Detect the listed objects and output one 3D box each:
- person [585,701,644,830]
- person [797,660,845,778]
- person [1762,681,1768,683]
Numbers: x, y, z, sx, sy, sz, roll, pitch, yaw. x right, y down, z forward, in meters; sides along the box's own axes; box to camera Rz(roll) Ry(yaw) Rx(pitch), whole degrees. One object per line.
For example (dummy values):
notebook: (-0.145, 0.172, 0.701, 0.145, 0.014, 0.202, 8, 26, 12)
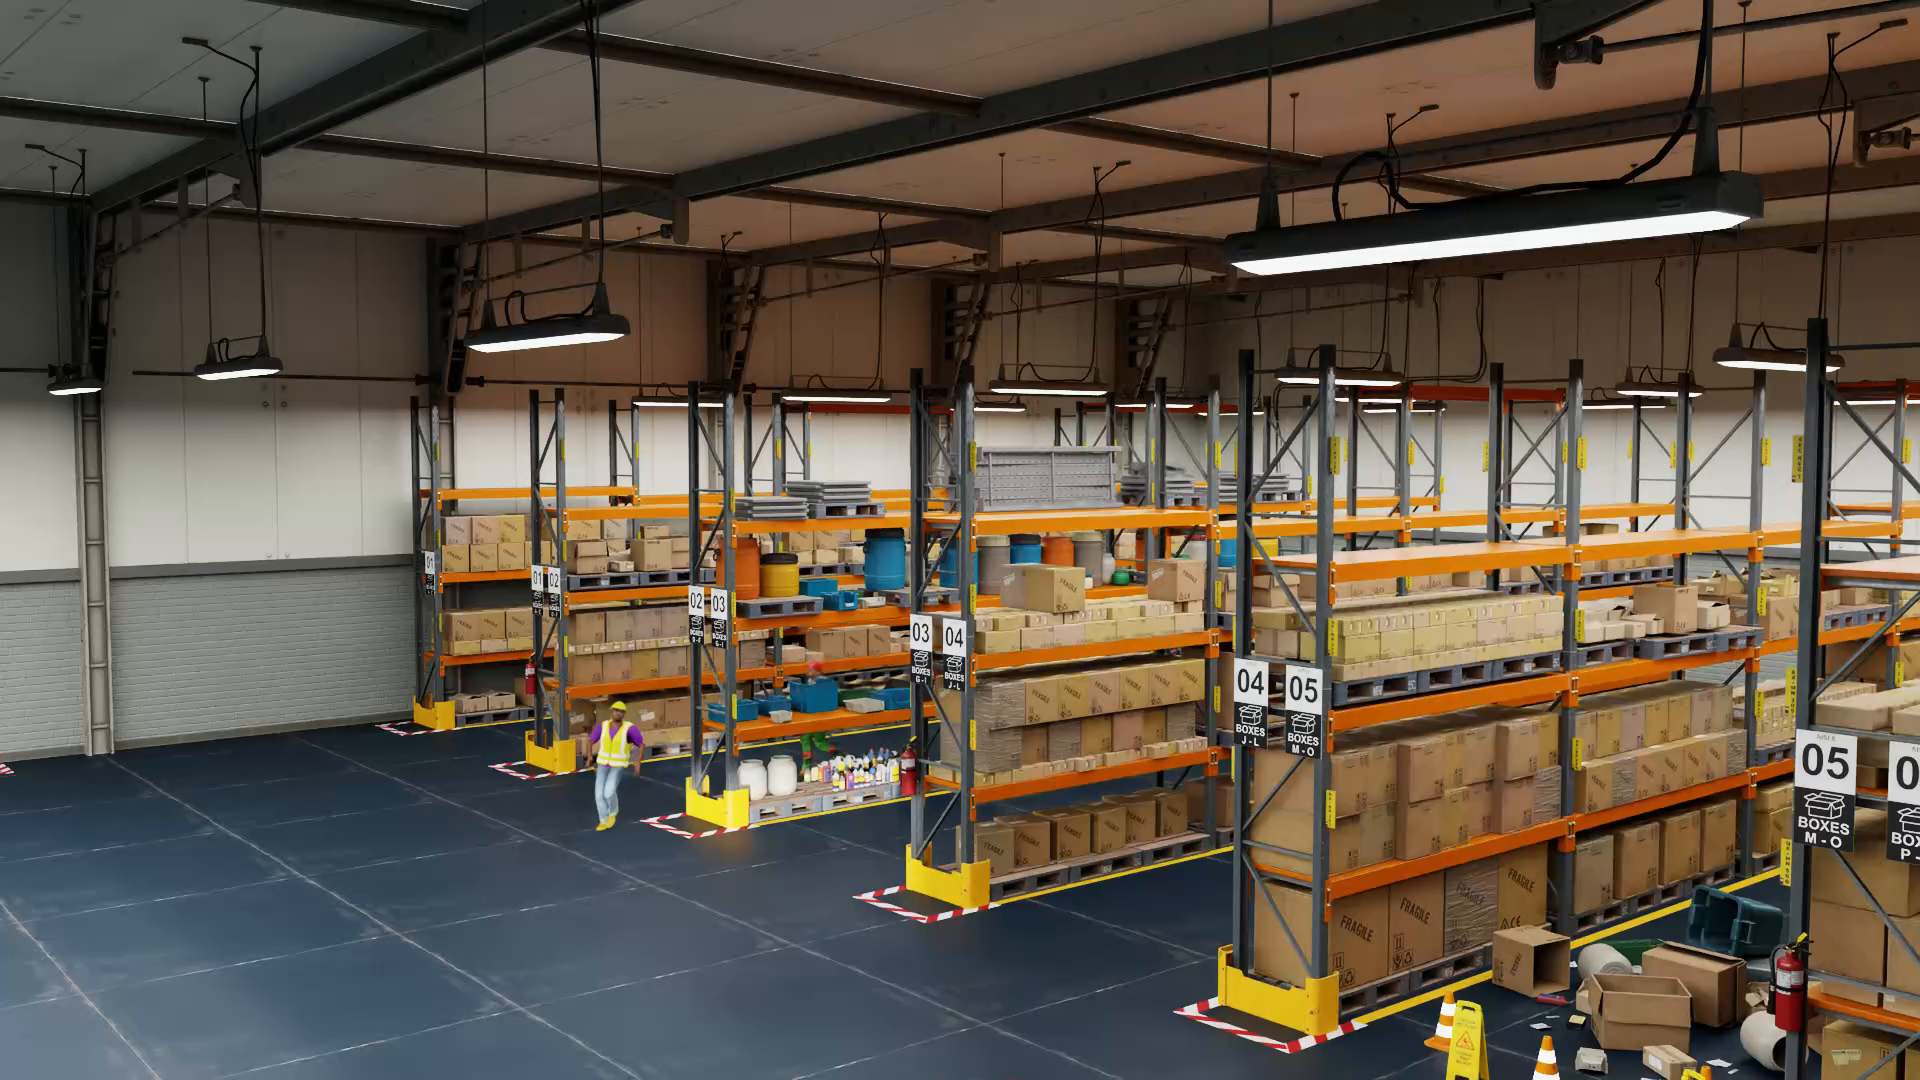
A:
person: (-4.639, 3.008, 22.127, 0.761, 1.707, 0.554, 1, 3, 9)
person: (-2.198, 2.755, 25.755, 0.863, 1.790, 0.663, -2, 4, -36)
person: (11.962, 2.895, 24.720, 0.688, 1.620, 0.613, -3, 4, -40)
